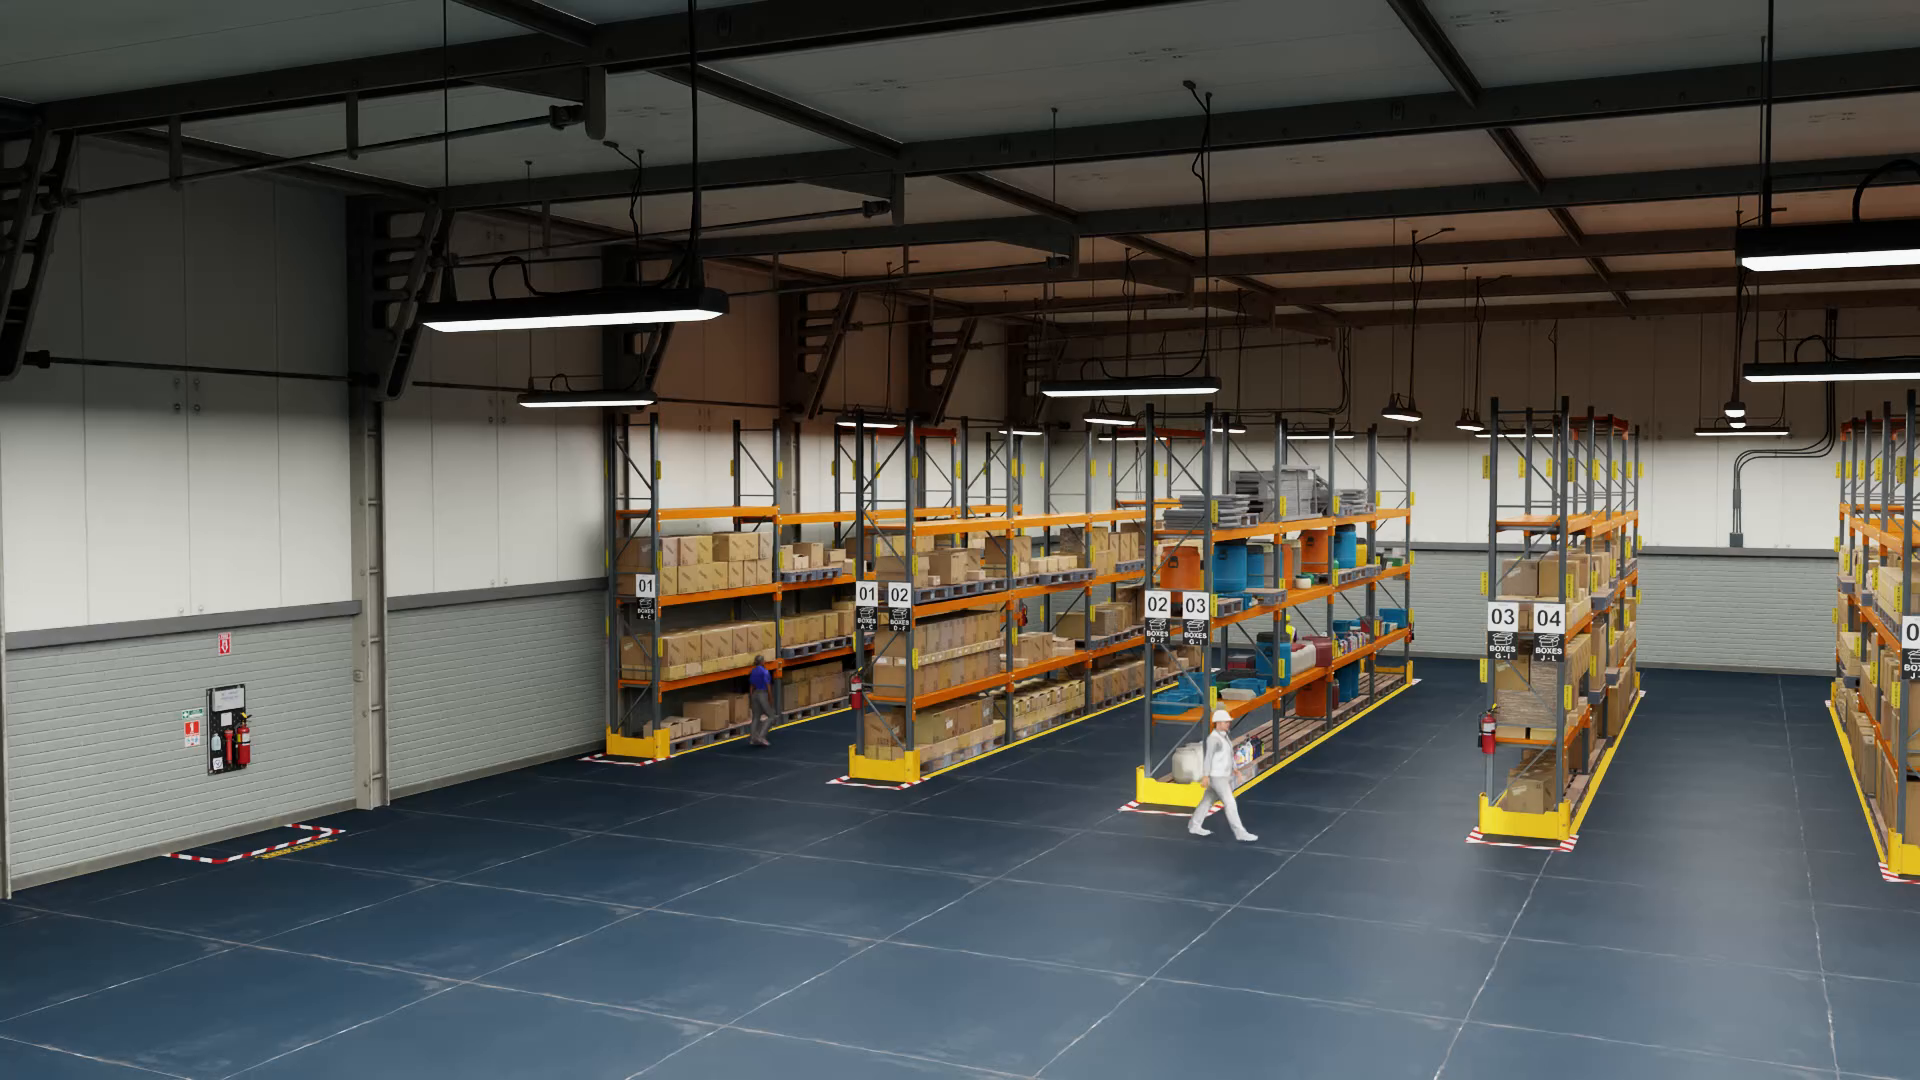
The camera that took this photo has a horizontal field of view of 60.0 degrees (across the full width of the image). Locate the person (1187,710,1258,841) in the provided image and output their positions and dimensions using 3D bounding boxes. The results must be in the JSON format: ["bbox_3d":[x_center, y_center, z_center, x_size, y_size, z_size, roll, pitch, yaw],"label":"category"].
[{"bbox_3d":[3.568,3.166,22.547,0.978,1.719,0.538,1,2,15],"label":"person"}]

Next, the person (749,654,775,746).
[{"bbox_3d":[-3.617,2.897,30.157,0.539,1.647,0.424,2,3,42],"label":"person"}]

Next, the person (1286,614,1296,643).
[{"bbox_3d":[7.342,2.558,37.486,0.552,1.790,0.557,0,2,-4],"label":"person"}]
